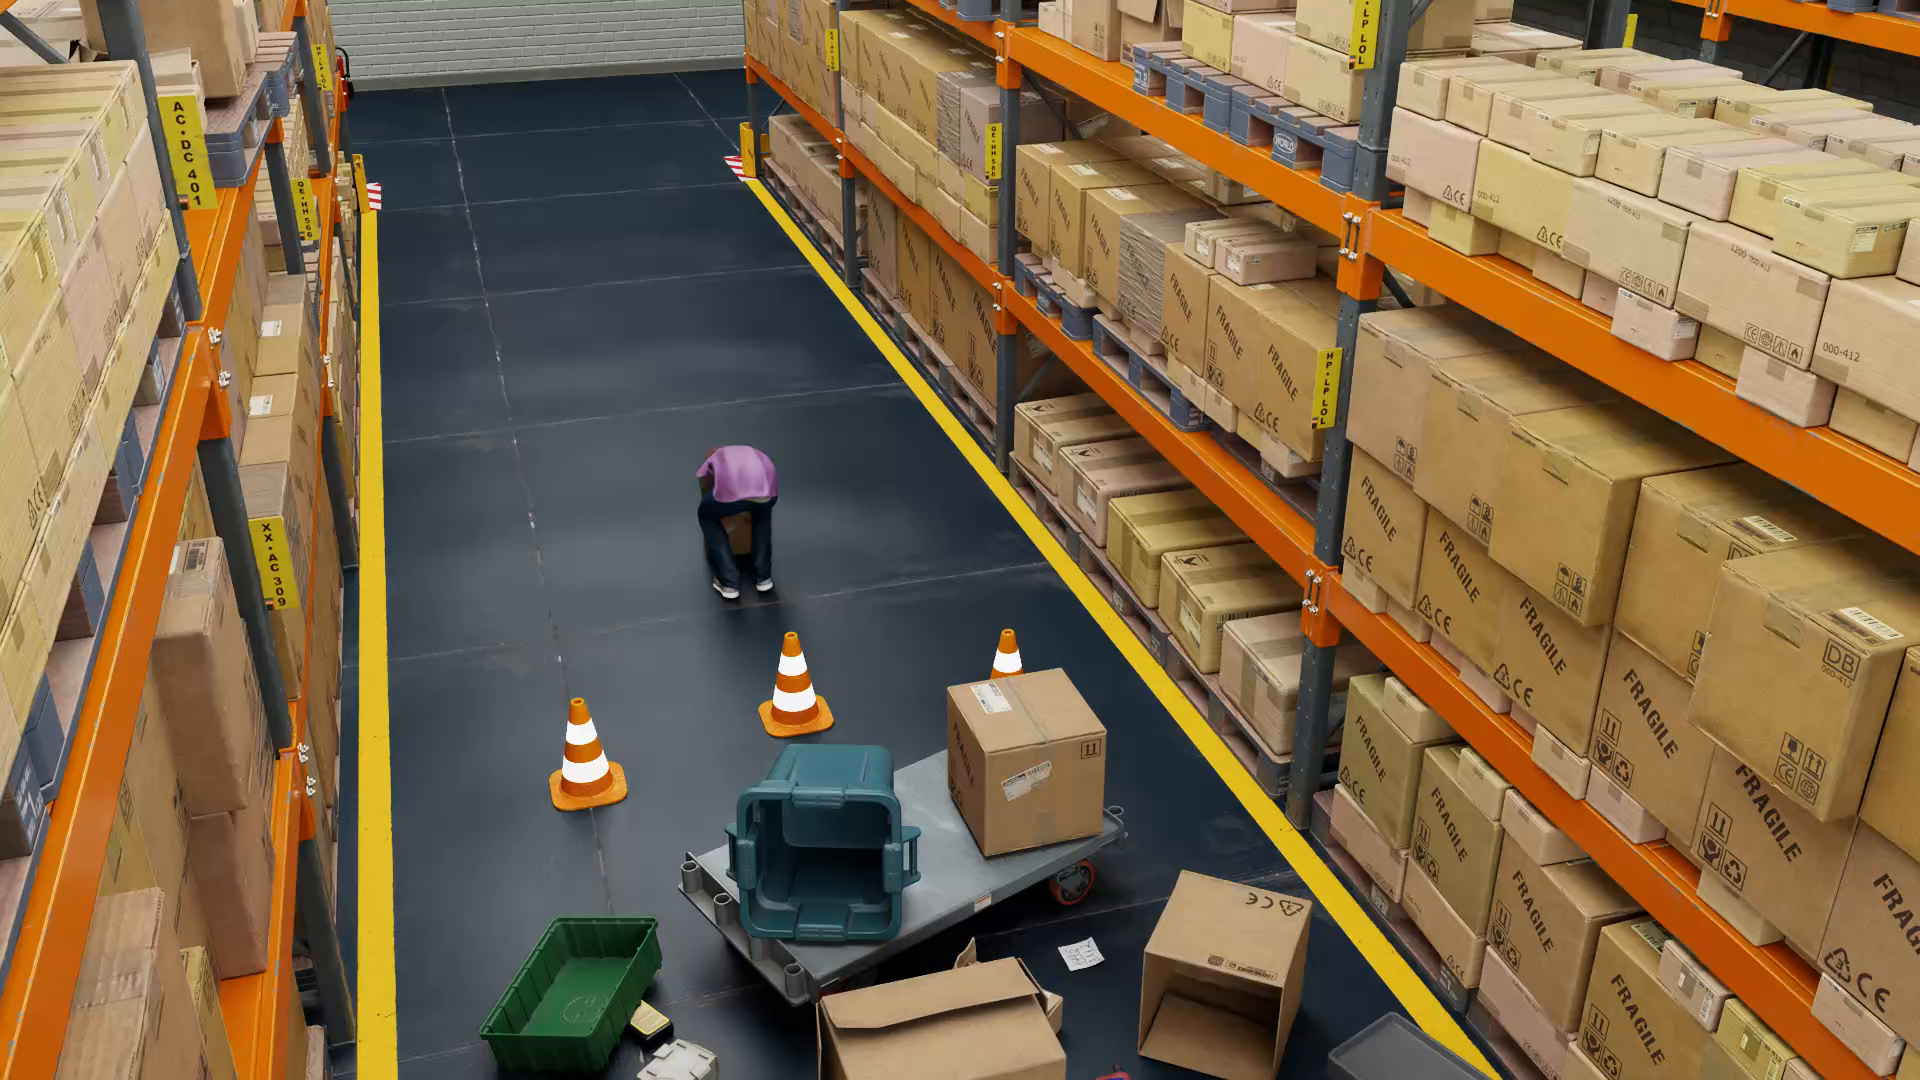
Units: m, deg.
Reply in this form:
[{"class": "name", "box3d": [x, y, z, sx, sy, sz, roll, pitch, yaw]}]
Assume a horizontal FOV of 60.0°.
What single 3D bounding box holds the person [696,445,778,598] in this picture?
[{"class": "person", "box3d": [-1.257, -0.172, 9.286, 0.423, 0.860, 0.853, -10, 28, -18]}]
